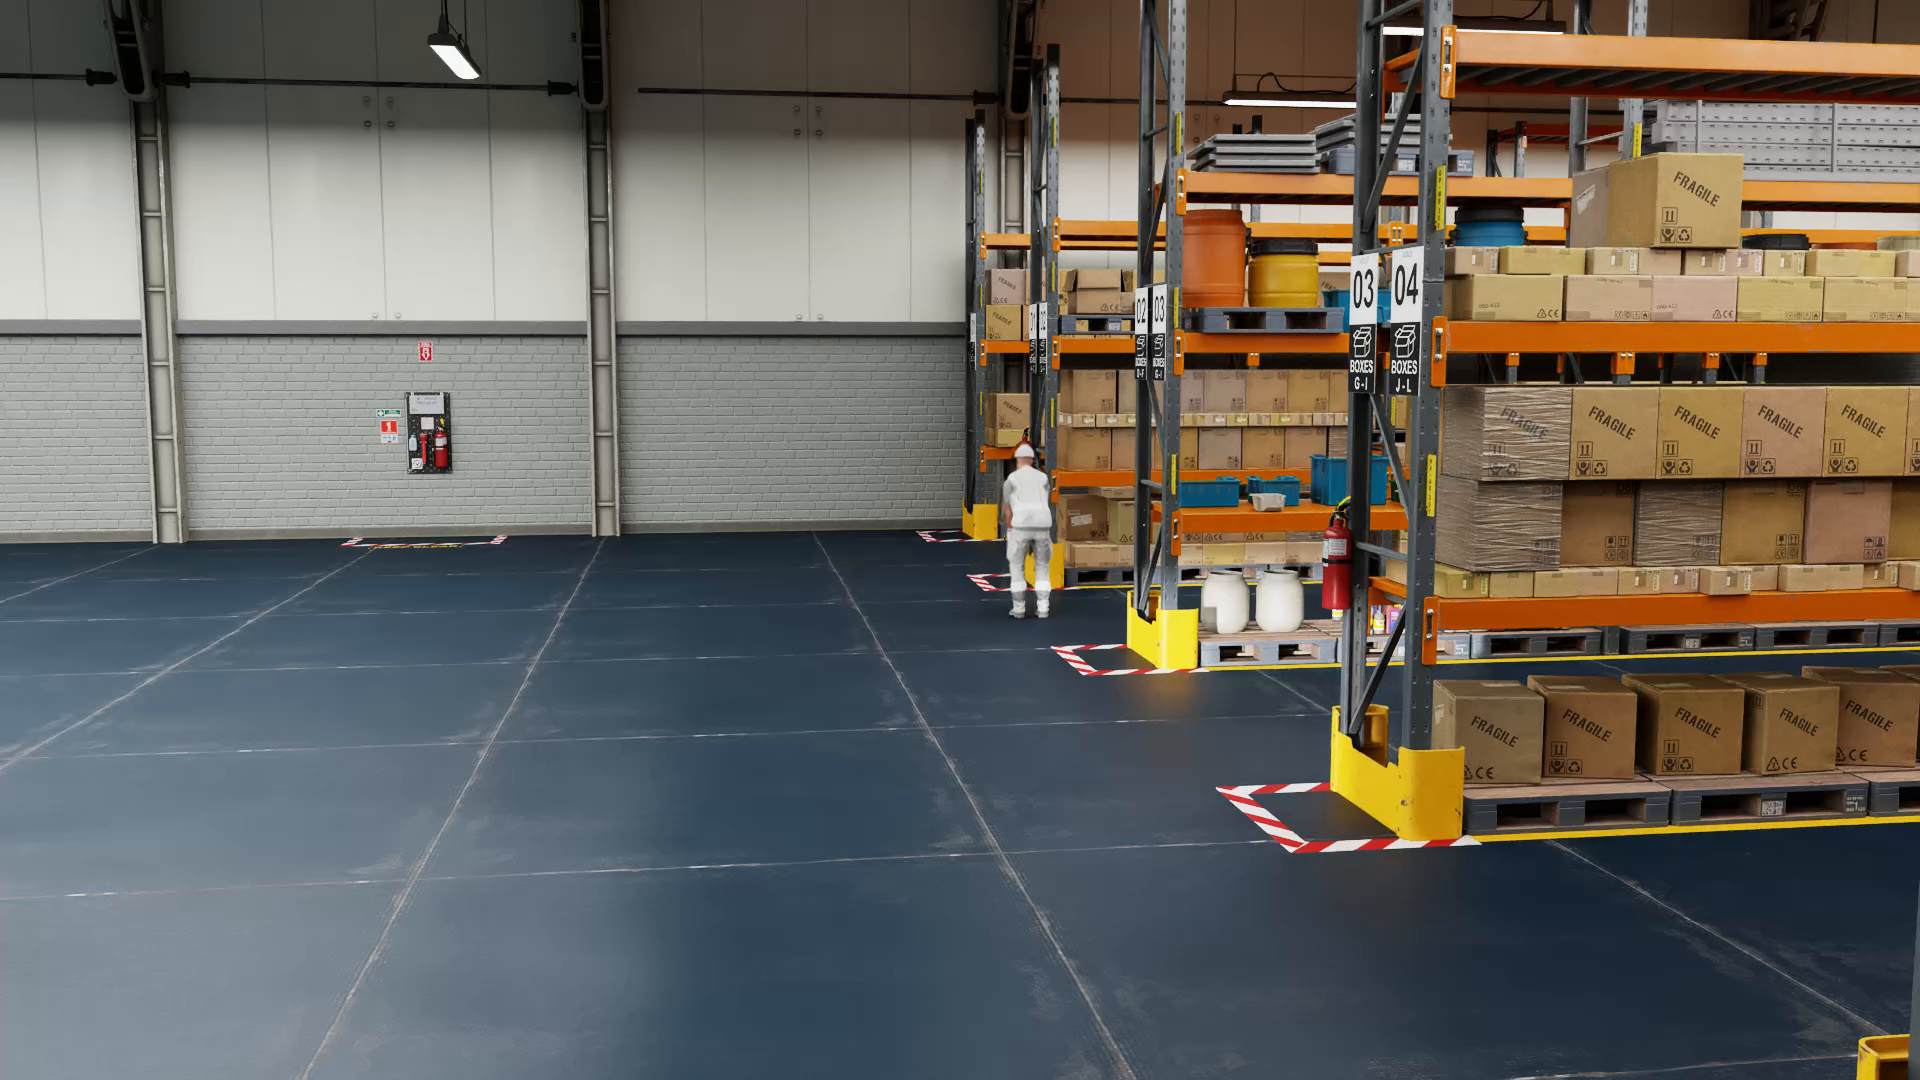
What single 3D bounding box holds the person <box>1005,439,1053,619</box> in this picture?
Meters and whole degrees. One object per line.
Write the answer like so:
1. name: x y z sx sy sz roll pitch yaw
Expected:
1. person: 0.677 -0.125 16.734 0.494 1.783 0.570 -1 6 -10
